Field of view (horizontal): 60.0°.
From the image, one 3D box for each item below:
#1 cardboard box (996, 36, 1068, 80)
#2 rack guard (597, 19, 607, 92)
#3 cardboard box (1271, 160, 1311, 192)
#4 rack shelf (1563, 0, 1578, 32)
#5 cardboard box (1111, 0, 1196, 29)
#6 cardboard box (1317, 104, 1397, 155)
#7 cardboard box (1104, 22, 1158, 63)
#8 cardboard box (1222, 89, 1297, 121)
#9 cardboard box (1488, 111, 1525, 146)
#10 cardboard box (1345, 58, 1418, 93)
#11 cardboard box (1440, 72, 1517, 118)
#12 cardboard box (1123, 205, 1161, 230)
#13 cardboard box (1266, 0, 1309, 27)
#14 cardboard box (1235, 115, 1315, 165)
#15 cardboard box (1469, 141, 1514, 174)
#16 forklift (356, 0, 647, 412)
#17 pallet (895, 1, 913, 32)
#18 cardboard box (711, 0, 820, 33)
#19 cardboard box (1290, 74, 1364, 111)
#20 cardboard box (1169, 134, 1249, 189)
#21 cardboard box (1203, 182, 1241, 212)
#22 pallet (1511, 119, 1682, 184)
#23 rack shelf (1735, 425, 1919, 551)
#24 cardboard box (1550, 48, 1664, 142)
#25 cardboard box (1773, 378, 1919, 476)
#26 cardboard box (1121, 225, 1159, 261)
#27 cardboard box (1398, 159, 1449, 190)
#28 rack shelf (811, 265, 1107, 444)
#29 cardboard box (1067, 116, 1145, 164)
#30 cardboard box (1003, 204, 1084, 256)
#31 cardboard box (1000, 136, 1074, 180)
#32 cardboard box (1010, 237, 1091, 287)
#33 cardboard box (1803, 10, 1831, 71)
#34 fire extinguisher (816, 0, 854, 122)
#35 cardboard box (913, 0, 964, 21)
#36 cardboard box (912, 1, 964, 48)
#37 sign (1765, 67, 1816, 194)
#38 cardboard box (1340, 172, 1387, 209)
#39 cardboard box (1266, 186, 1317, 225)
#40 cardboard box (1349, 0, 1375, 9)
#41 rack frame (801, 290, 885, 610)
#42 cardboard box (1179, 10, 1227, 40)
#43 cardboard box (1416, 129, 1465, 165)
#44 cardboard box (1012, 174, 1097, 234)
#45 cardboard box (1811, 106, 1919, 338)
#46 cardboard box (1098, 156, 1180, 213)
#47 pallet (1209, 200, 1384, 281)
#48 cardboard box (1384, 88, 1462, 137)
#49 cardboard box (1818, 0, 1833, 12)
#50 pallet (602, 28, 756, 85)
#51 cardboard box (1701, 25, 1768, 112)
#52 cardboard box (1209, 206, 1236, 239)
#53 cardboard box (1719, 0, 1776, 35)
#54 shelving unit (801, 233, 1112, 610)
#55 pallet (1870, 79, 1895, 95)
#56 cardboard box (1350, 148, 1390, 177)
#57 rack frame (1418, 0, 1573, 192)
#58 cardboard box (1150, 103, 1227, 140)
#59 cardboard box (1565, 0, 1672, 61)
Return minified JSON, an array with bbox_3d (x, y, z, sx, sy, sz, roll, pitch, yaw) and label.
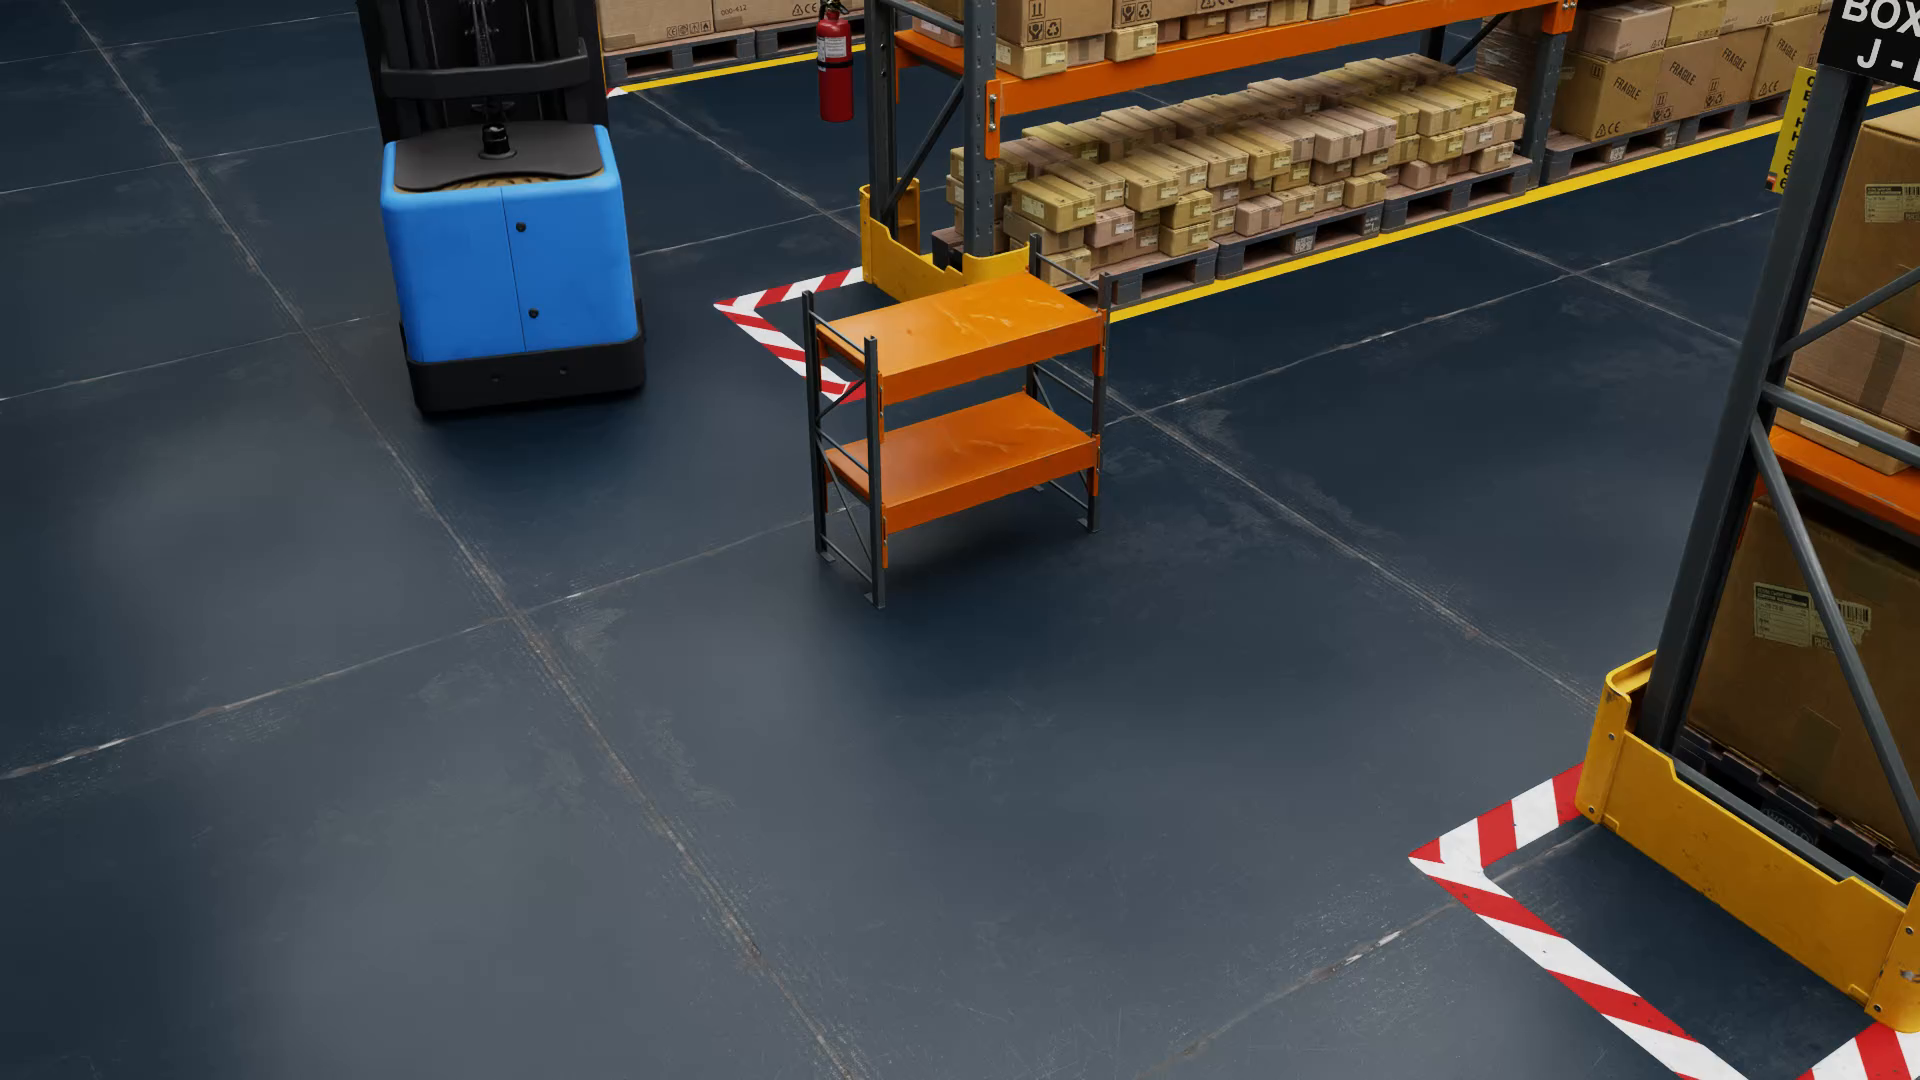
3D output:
[{"bbox_3d":[0.295,-2.305,7.828,0.250,0.149,0.380,-19,37,-28],"label":"cardboard box"},{"bbox_3d":[-2.942,-3.591,11.974,0.348,0.500,1.175,-19,37,-27],"label":"rack guard"},{"bbox_3d":[1.727,-2.078,9.233,0.250,0.149,0.380,-17,36,-25],"label":"cardboard box"},{"bbox_3d":[4.888,-3.895,10.787,4.000,0.370,1.077,-19,37,-27],"label":"rack shelf"},{"bbox_3d":[0.808,-2.805,8.012,0.500,0.500,0.500,-19,37,-27],"label":"cardboard box"},{"bbox_3d":[2.212,-2.298,9.303,0.250,0.149,0.380,-21,38,-30],"label":"cardboard box"},{"bbox_3d":[0.741,-2.451,8.059,0.250,0.149,0.380,-20,37,-29],"label":"cardboard box"},{"bbox_3d":[1.706,-2.451,9.545,0.250,0.149,0.380,-21,38,-29],"label":"cardboard box"},{"bbox_3d":[3.114,-2.485,9.878,0.250,0.149,0.380,-18,37,-26],"label":"cardboard box"},{"bbox_3d":[2.541,-2.785,10.074,0.250,0.149,0.380,-17,36,-25],"label":"cardboard box"},{"bbox_3d":[3.049,-2.625,9.820,0.250,0.149,0.380,-18,36,-26],"label":"cardboard box"},{"bbox_3d":[0.843,-1.763,8.733,0.250,0.149,0.380,-18,37,-27],"label":"cardboard box"},{"bbox_3d":[1.578,-2.779,8.579,0.250,0.149,0.380,-18,36,-26],"label":"cardboard box"},{"bbox_3d":[1.724,-2.192,9.135,0.250,0.149,0.380,-19,37,-27],"label":"cardboard box"},{"bbox_3d":[3.062,-2.327,9.905,0.250,0.149,0.380,-18,37,-27],"label":"cardboard box"},{"bbox_3d":[-2.346,-2.599,8.123,1.130,2.935,3.031,-8,33,-13],"label":"forklift"},{"bbox_3d":[-0.242,-4.447,13.602,1.213,0.211,1.003,-19,37,-27],"label":"pallet"},{"bbox_3d":[-1.657,-4.253,12.689,0.875,0.438,0.875,-18,36,-26],"label":"cardboard box"},{"bbox_3d":[2.149,-2.604,9.787,0.250,0.149,0.380,-20,37,-28],"label":"cardboard box"},{"bbox_3d":[1.319,-2.021,8.863,0.250,0.149,0.380,-17,36,-25],"label":"cardboard box"},{"bbox_3d":[1.289,-1.908,8.963,0.250,0.149,0.380,-21,38,-29],"label":"cardboard box"},{"bbox_3d":[3.860,-2.667,10.781,1.213,0.211,1.003,-19,37,-27],"label":"pallet"},{"bbox_3d":[4.128,-0.485,5.382,4.000,0.370,1.077,-19,37,-27],"label":"rack shelf"},{"bbox_3d":[3.972,-2.836,10.384,0.500,0.500,0.500,-17,36,-25],"label":"cardboard box"},{"bbox_3d":[2.568,-0.356,4.738,0.250,0.149,0.380,-18,37,-26],"label":"cardboard box"},{"bbox_3d":[0.839,-1.632,8.804,0.250,0.149,0.380,-19,37,-27],"label":"cardboard box"},{"bbox_3d":[2.611,-2.184,9.679,0.250,0.149,0.380,-20,38,-29],"label":"cardboard box"},{"bbox_3d":[-0.006,-0.721,6.291,1.000,0.278,0.538,-19,37,-27],"label":"rack shelf"},{"bbox_3d":[0.796,-2.180,9.115,0.250,0.149,0.380,-21,38,-29],"label":"cardboard box"},{"bbox_3d":[0.424,-1.599,8.473,0.250,0.149,0.380,-17,36,-25],"label":"cardboard box"},{"bbox_3d":[0.395,-2.002,8.833,0.250,0.149,0.380,-18,37,-26],"label":"cardboard box"},{"bbox_3d":[0.459,-1.444,8.507,0.250,0.149,0.380,-18,37,-26],"label":"cardboard box"},{"bbox_3d":[5.719,-3.442,11.344,0.500,0.500,0.500,-17,36,-25],"label":"cardboard box"},{"bbox_3d":[-0.617,-2.408,8.178,0.183,0.674,0.296,-19,37,-27],"label":"fire extinguisher"},{"bbox_3d":[0.083,-2.878,8.129,0.500,0.500,0.500,-18,37,-26],"label":"cardboard box"},{"bbox_3d":[-0.034,-2.579,8.263,0.250,0.149,0.380,-19,37,-27],"label":"cardboard box"},{"bbox_3d":[2.165,-1.049,4.293,0.005,0.325,0.100,-19,37,-27],"label":"sign"},{"bbox_3d":[2.192,-2.027,9.431,0.250,0.149,0.380,-19,37,-27],"label":"cardboard box"},{"bbox_3d":[1.752,-1.898,9.225,0.250,0.149,0.380,-19,37,-27],"label":"cardboard box"},{"bbox_3d":[1.994,-2.948,8.848,0.250,0.149,0.380,-20,37,-28],"label":"cardboard box"},{"bbox_3d":[-0.433,-0.327,6.214,0.032,1.125,0.500,-19,37,-27],"label":"rack frame"},{"bbox_3d":[1.126,-2.655,8.383,0.250,0.149,0.380,-19,37,-28],"label":"cardboard box"},{"bbox_3d":[2.678,-2.316,9.609,0.250,0.149,0.380,-20,38,-29],"label":"cardboard box"},{"bbox_3d":[0.469,-1.687,8.334,0.250,0.149,0.380,-21,38,-29],"label":"cardboard box"},{"bbox_3d":[2.714,-0.850,4.444,0.500,0.500,0.500,-18,37,-27],"label":"cardboard box"},{"bbox_3d":[0.917,-1.836,8.570,0.250,0.149,0.380,-19,37,-27],"label":"cardboard box"},{"bbox_3d":[1.635,-1.877,9.527,1.213,0.211,1.003,-19,37,-27],"label":"pallet"},{"bbox_3d":[2.650,-2.458,9.556,0.250,0.149,0.380,-19,37,-28],"label":"cardboard box"},{"bbox_3d":[5.718,-3.749,11.128,0.500,0.250,0.500,-18,37,-27],"label":"cardboard box"},{"bbox_3d":[-2.292,-3.742,12.484,1.213,0.211,1.003,-19,37,-27],"label":"pallet"},{"bbox_3d":[4.848,-3.147,10.877,0.500,0.500,0.500,-18,37,-26],"label":"cardboard box"},{"bbox_3d":[1.276,-1.773,9.027,0.250,0.149,0.380,-19,37,-27],"label":"cardboard box"},{"bbox_3d":[4.848,-3.454,10.661,0.500,0.250,0.500,-18,36,-26],"label":"cardboard box"},{"bbox_3d":[-0.006,-0.474,6.447,1.048,1.125,0.538,-19,37,-27],"label":"shelving unit"},{"bbox_3d":[5.911,-3.373,11.899,1.213,0.211,1.003,-19,37,-27],"label":"pallet"},{"bbox_3d":[2.210,-2.205,9.434,0.250,0.149,0.380,-18,36,-26],"label":"cardboard box"},{"bbox_3d":[3.207,-3.621,9.679,0.127,3.000,1.000,-19,37,-27],"label":"rack frame"},{"bbox_3d":[1.273,-2.309,9.320,0.250,0.149,0.380,-20,38,-29],"label":"cardboard box"},{"bbox_3d":[3.971,-3.154,10.184,0.500,0.250,0.500,-21,38,-29],"label":"cardboard box"}]
